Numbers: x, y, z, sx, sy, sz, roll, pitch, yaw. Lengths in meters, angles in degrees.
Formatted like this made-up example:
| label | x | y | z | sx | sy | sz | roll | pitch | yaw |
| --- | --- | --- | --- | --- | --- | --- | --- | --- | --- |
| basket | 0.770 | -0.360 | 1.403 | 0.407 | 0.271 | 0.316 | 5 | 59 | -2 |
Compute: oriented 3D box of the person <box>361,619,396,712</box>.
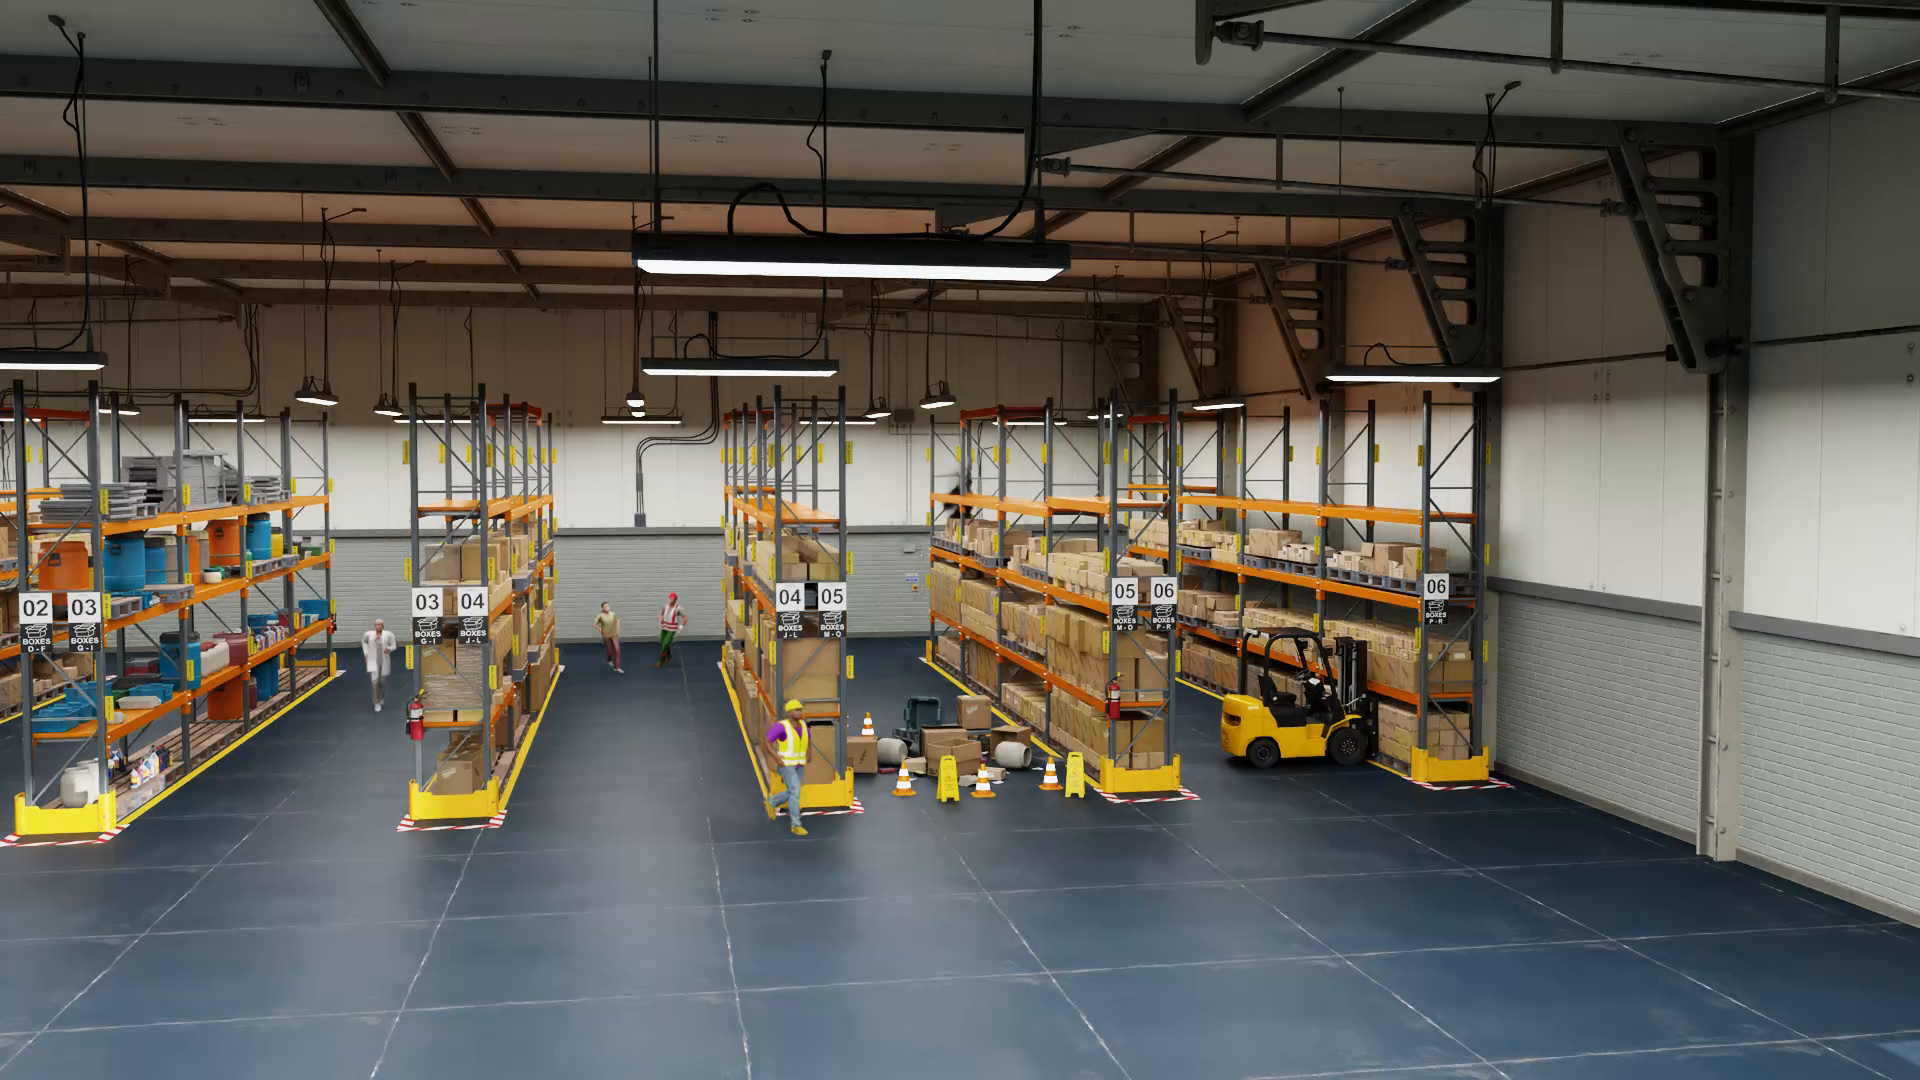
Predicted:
| label | x | y | z | sx | sy | sz | roll | pitch | yaw |
| --- | --- | --- | --- | --- | --- | --- | --- | --- | --- |
| person | -11.472 | 2.462 | 32.865 | 0.623 | 1.834 | 0.965 | -1 | 3 | -26 |

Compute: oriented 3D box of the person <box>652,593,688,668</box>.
| label | x | y | z | sx | sy | sz | roll | pitch | yaw |
| --- | --- | --- | --- | --- | --- | --- | --- | --- | --- |
| person | -6.821 | 2.128 | 39.250 | 0.741 | 1.746 | 0.908 | 1 | 3 | 21 |

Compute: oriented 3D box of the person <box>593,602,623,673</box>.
| label | x | y | z | sx | sy | sz | roll | pitch | yaw |
| --- | --- | --- | --- | --- | --- | --- | --- | --- | --- |
| person | -8.191 | 2.246 | 38.581 | 0.629 | 1.640 | 0.824 | -2 | 3 | -30 |

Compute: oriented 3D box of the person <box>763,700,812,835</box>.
| label | x | y | z | sx | sy | sz | roll | pitch | yaw |
| --- | --- | --- | --- | --- | --- | --- | --- | --- | --- |
| person | -2.281 | 3.012 | 22.291 | 0.883 | 1.763 | 0.729 | 2 | 4 | 41 |
